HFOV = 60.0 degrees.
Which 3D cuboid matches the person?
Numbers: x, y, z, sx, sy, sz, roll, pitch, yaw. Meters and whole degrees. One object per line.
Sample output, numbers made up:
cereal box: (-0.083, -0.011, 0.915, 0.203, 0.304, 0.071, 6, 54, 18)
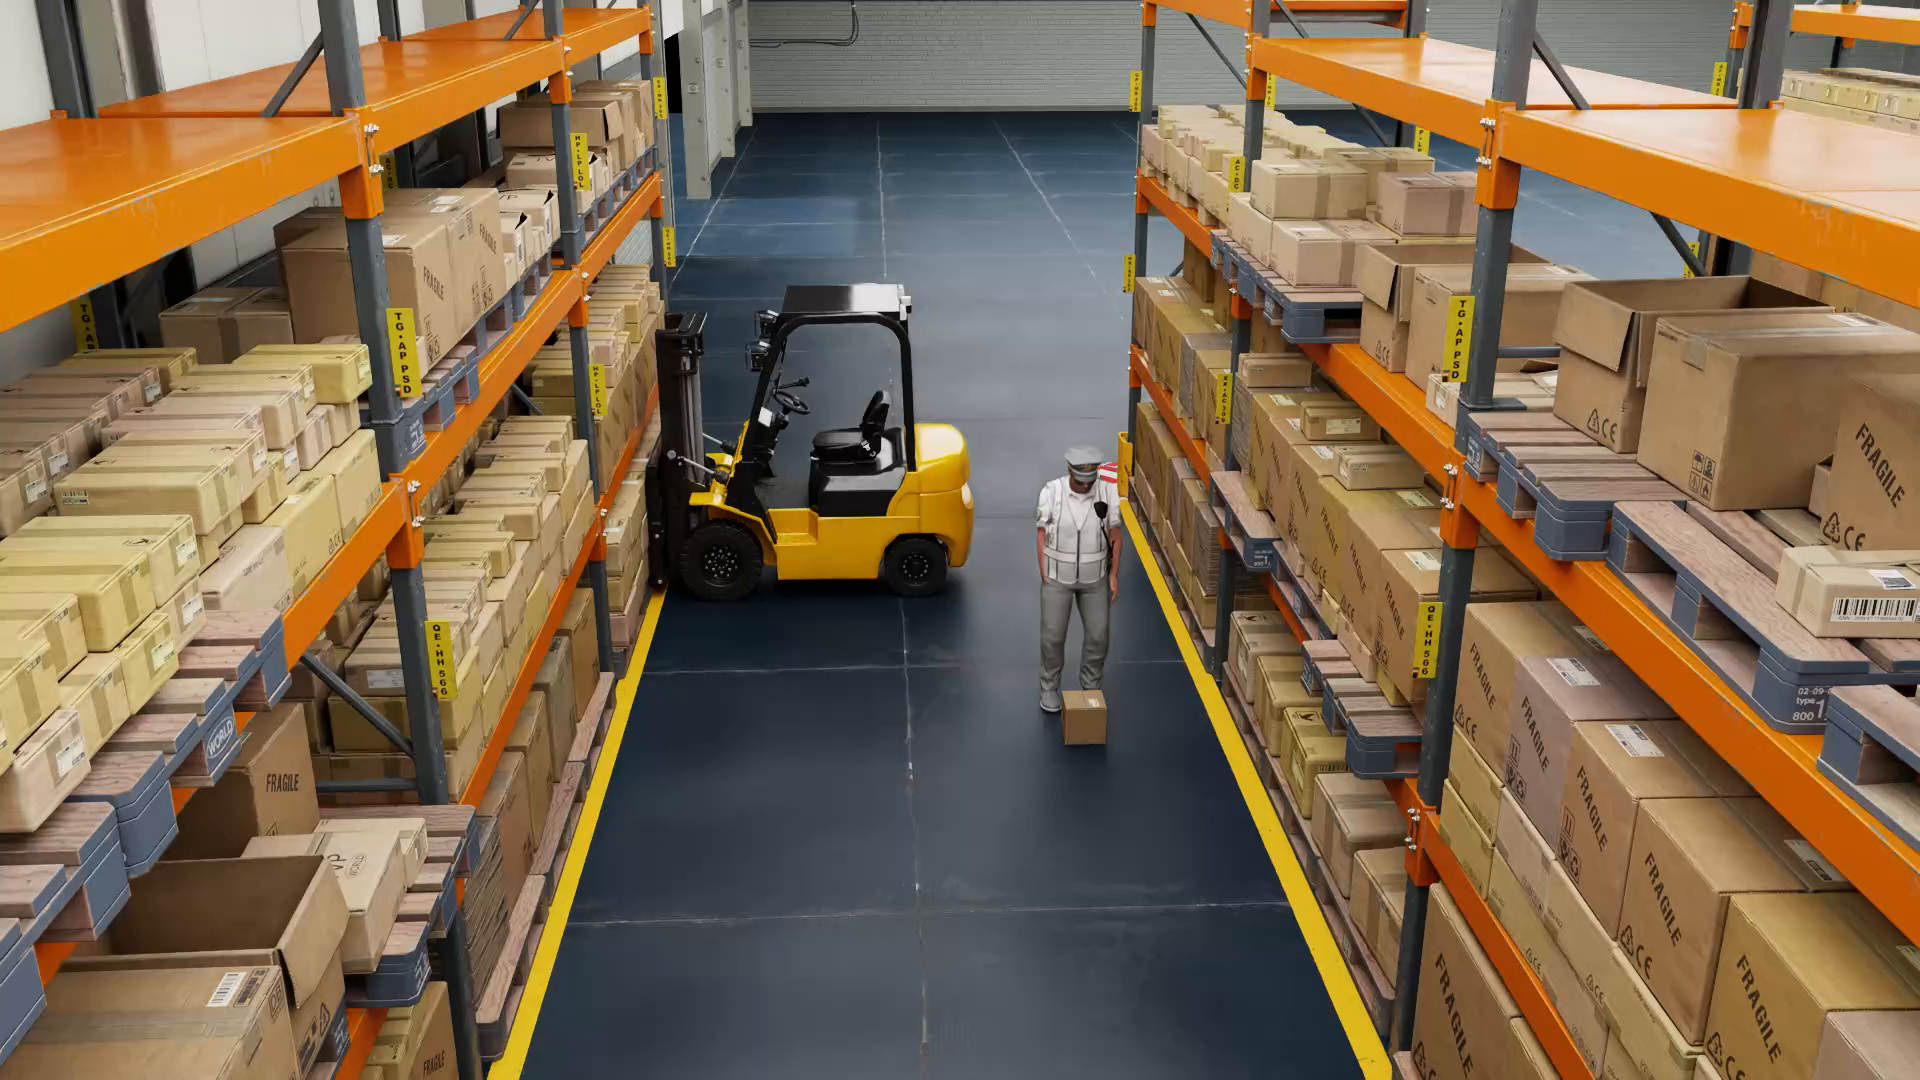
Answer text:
person: (0.748, 0.235, 10.482, 0.541, 1.729, 0.408, -1, 20, -3)
